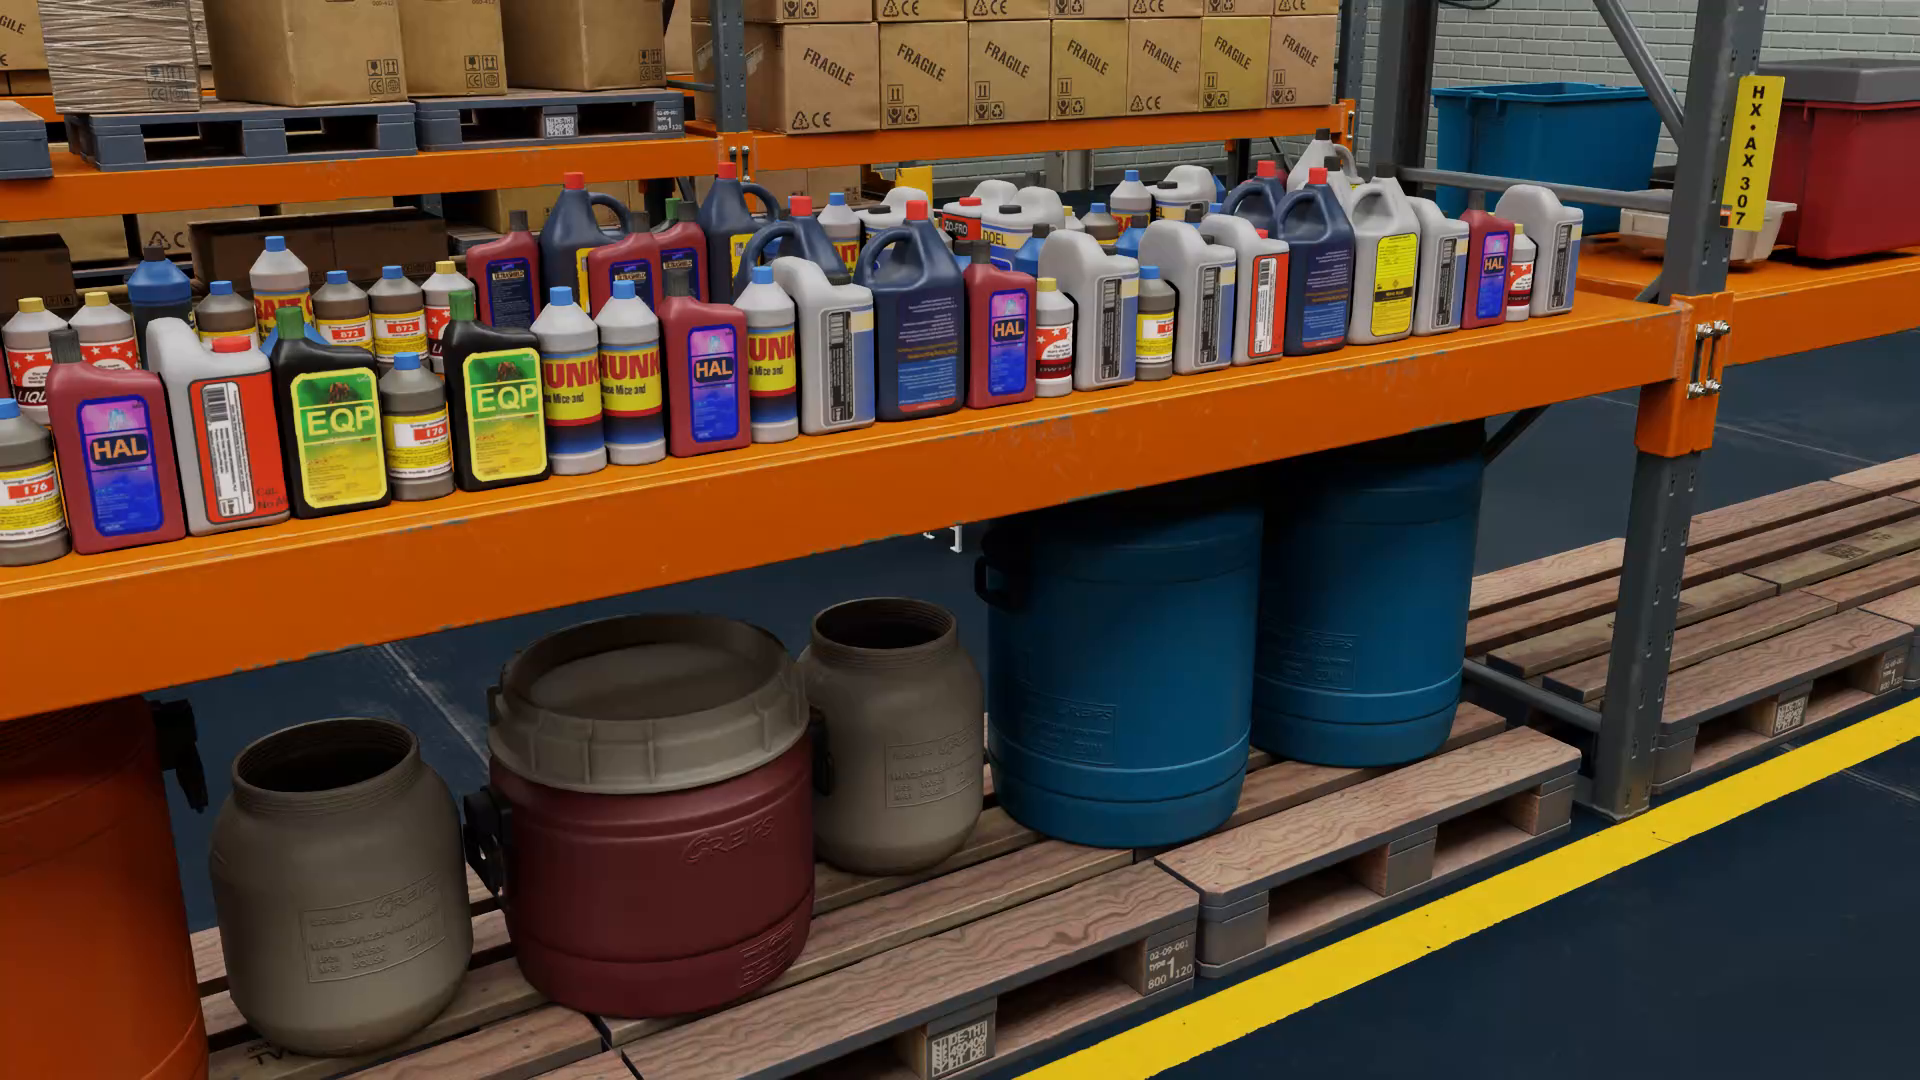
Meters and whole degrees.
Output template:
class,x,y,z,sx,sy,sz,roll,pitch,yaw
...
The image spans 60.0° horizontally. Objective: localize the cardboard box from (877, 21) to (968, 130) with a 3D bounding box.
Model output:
class,x,y,z,sx,sy,sz,roll,pitch,yaw
cardboard box,-0.303,-2.336,8.316,0.500,0.500,0.500,-11,22,-30

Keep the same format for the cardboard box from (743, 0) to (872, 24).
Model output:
class,x,y,z,sx,sy,sz,roll,pitch,yaw
cardboard box,-0.756,-2.710,7.859,0.500,0.500,0.500,-11,22,-30

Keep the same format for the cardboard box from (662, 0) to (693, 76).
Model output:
class,x,y,z,sx,sy,sz,roll,pitch,yaw
cardboard box,-2.355,-3.997,12.914,0.700,0.700,0.980,-13,23,-34

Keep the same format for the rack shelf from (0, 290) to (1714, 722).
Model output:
class,x,y,z,sx,sy,sz,roll,pitch,yaw
rack shelf,-0.253,-0.162,3.165,4.000,0.370,1.077,-12,22,-31

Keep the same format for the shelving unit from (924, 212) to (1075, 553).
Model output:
class,x,y,z,sx,sy,sz,roll,pitch,yaw
shelving unit,0.138,-0.598,6.139,0.503,1.200,0.258,-12,22,-31

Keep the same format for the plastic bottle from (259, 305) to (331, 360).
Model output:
class,x,y,z,sx,sy,sz,roll,pitch,yaw
plastic bottle,-0.920,-0.191,2.326,0.097,0.271,0.097,0,19,0

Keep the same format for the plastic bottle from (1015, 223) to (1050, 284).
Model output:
class,x,y,z,sx,sy,sz,roll,pitch,yaw
plastic bottle,0.149,-0.451,3.096,0.097,0.271,0.097,0,19,0

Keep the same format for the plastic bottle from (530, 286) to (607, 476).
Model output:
class,x,y,z,sx,sy,sz,roll,pitch,yaw
plastic bottle,-0.582,-0.238,2.467,0.097,0.271,0.097,0,19,0

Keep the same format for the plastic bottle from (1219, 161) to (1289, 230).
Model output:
class,x,y,z,sx,sy,sz,roll,pitch,yaw
plastic bottle,0.596,-0.589,3.379,0.185,0.351,0.144,-12,22,-31

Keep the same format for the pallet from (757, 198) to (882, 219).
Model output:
class,x,y,z,sx,sy,sz,roll,pitch,yaw
pallet,-1.316,-2.727,13.982,1.213,0.211,1.003,-12,22,-31

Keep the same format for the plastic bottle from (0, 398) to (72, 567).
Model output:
class,x,y,z,sx,sy,sz,roll,pitch,yaw
plastic bottle,-1.191,-0.077,2.098,0.097,0.201,0.097,0,19,0

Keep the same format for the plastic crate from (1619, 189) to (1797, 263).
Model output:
class,x,y,z,sx,sy,sz,roll,pitch,yaw
plastic crate,1.884,-0.803,4.253,0.243,0.136,0.396,-12,22,-31

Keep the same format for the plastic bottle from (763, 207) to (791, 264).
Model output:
class,x,y,z,sx,sy,sz,roll,pitch,yaw
plastic bottle,-0.341,-0.525,3.315,0.097,0.271,0.097,0,19,0

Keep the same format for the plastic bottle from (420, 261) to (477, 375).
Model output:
class,x,y,z,sx,sy,sz,roll,pitch,yaw
plastic bottle,-0.952,-0.418,3.108,0.097,0.201,0.097,0,19,0

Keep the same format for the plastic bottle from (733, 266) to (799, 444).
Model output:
class,x,y,z,sx,sy,sz,roll,pitch,yaw
plastic bottle,-0.308,-0.296,2.638,0.097,0.271,0.097,0,19,0

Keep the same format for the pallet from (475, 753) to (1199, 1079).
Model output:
class,x,y,z,sx,sy,sz,roll,pitch,yaw
pallet,-0.270,0.807,3.529,1.213,0.211,1.003,-12,22,-31

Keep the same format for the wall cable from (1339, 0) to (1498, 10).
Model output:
class,x,y,z,sx,sy,sz,roll,pitch,yaw
wall cable,4.229,-6.482,16.214,0.112,2.526,3.097,-12,22,-31

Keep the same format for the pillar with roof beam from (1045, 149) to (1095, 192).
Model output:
class,x,y,z,sx,sy,sz,roll,pitch,yaw
pillar with roof beam,3.456,-6.607,11.738,0.400,9.000,9.100,-12,22,-31

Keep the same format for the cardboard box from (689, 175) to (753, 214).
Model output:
class,x,y,z,sx,sy,sz,roll,pitch,yaw
cardboard box,-2.058,-2.898,13.380,0.500,0.500,0.700,-13,22,-33

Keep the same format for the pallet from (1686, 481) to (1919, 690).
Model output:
class,x,y,z,sx,sy,sz,roll,pitch,yaw
pallet,3.030,0.109,5.591,1.213,0.211,1.003,-12,22,-31

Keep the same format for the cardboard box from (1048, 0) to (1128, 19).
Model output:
class,x,y,z,sx,sy,sz,roll,pitch,yaw
cardboard box,0.535,-2.982,8.666,0.500,0.500,0.500,-11,22,-30

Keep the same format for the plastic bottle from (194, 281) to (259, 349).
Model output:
class,x,y,z,sx,sy,sz,roll,pitch,yaw
plastic bottle,-1.278,-0.350,2.906,0.097,0.201,0.097,0,19,0

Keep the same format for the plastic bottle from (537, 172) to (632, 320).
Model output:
class,x,y,z,sx,sy,sz,roll,pitch,yaw
plastic bottle,-0.710,-0.531,3.209,0.185,0.351,0.144,-12,22,-31

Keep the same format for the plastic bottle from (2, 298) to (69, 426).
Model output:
class,x,y,z,sx,sy,sz,roll,pitch,yaw
plastic bottle,-1.521,-0.298,2.753,0.097,0.201,0.097,0,19,0

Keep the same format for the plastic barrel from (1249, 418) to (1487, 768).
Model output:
class,x,y,z,sx,sy,sz,roll,pitch,yaw
plastic barrel,0.953,0.031,4.090,0.708,0.901,0.600,-12,22,-31

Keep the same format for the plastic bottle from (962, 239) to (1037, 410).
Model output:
class,x,y,z,sx,sy,sz,roll,pitch,yaw
plastic bottle,0.065,-0.374,2.848,0.133,0.283,0.061,-12,22,-31

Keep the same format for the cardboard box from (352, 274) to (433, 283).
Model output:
class,x,y,z,sx,sy,sz,roll,pitch,yaw
cardboard box,-2.703,-1.002,7.742,0.500,0.500,0.500,-12,22,-31

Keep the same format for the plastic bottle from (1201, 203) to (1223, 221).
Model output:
class,x,y,z,sx,sy,sz,roll,pitch,yaw
plastic bottle,0.599,-0.687,3.904,0.097,0.201,0.097,0,19,0

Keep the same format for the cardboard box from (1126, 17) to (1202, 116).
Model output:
class,x,y,z,sx,sy,sz,roll,pitch,yaw
cardboard box,0.961,-2.602,9.103,0.500,0.500,0.500,-12,22,-31

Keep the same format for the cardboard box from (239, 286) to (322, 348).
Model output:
class,x,y,z,sx,sy,sz,roll,pitch,yaw
cardboard box,-2.819,-0.778,7.080,0.500,0.500,0.500,-13,23,-33

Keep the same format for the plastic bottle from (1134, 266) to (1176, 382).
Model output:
class,x,y,z,sx,sy,sz,roll,pitch,yaw
plastic bottle,0.345,-0.401,3.057,0.097,0.201,0.097,0,19,0

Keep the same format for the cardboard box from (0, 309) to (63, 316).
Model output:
class,x,y,z,sx,sy,sz,roll,pitch,yaw
cardboard box,-3.993,-0.728,6.931,0.500,0.500,0.500,-11,22,-29

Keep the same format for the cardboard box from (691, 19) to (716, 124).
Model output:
class,x,y,z,sx,sy,sz,roll,pitch,yaw
cardboard box,-1.028,-2.385,8.460,0.500,0.500,0.500,-11,22,-31

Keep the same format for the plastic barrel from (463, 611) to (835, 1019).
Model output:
class,x,y,z,sx,sy,sz,roll,pitch,yaw
plastic barrel,-0.581,0.503,3.183,0.708,0.588,0.600,-12,22,-31

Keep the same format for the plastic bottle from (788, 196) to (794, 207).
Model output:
class,x,y,z,sx,sy,sz,roll,pitch,yaw
plastic bottle,-0.339,-0.581,3.480,0.097,0.271,0.097,0,19,0

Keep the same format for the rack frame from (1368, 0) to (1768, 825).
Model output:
class,x,y,z,sx,sy,sz,roll,pitch,yaw
rack frame,1.417,-0.855,4.091,0.127,3.000,1.000,-12,22,-31

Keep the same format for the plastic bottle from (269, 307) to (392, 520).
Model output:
class,x,y,z,sx,sy,sz,roll,pitch,yaw
plastic bottle,-0.861,-0.178,2.271,0.133,0.283,0.061,-12,22,-31

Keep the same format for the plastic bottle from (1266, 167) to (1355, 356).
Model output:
class,x,y,z,sx,sy,sz,roll,pitch,yaw
plastic bottle,0.675,-0.550,3.265,0.185,0.351,0.144,-12,22,-31

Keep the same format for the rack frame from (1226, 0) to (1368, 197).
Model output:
class,x,y,z,sx,sy,sz,roll,pitch,yaw
rack frame,2.036,-2.886,10.096,0.127,3.000,1.000,-12,22,-31

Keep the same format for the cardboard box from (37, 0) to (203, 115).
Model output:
class,x,y,z,sx,sy,sz,roll,pitch,yaw
cardboard box,-3.312,-1.974,6.588,0.500,0.500,0.700,-8,20,-21

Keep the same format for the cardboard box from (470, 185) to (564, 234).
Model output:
class,x,y,z,sx,sy,sz,roll,pitch,yaw
cardboard box,-3.351,-2.624,12.571,0.500,0.500,0.700,-12,22,-31

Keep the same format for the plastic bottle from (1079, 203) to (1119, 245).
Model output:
class,x,y,z,sx,sy,sz,roll,pitch,yaw
plastic bottle,0.322,-0.687,3.903,0.097,0.201,0.097,0,19,0

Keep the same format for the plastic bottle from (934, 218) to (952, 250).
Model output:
class,x,y,z,sx,sy,sz,roll,pitch,yaw
plastic bottle,-0.064,-0.605,3.662,0.097,0.201,0.097,0,19,0

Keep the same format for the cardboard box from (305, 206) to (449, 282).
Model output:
class,x,y,z,sx,sy,sz,roll,pitch,yaw
cardboard box,-2.677,-1.364,7.642,0.500,0.250,0.500,-12,22,-31

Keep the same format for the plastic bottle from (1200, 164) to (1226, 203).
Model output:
class,x,y,z,sx,sy,sz,roll,pitch,yaw
plastic bottle,0.597,-0.778,4.064,0.097,0.271,0.097,0,19,0

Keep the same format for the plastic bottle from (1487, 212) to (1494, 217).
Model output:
class,x,y,z,sx,sy,sz,roll,pitch,yaw
plastic bottle,1.181,-0.635,3.751,0.097,0.201,0.097,0,19,0

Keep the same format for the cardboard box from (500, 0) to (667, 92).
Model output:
class,x,y,z,sx,sy,sz,roll,pitch,yaw
cardboard box,-1.823,-2.404,7.859,0.700,0.500,0.500,14,23,35

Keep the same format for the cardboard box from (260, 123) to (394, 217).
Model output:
class,x,y,z,sx,sy,sz,roll,pitch,yaw
cardboard box,-4.503,-2.537,11.765,0.750,0.750,0.750,-12,22,-31

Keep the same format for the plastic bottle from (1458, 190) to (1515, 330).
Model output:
class,x,y,z,sx,sy,sz,roll,pitch,yaw
plastic bottle,1.097,-0.591,3.492,0.133,0.283,0.061,-12,22,-31

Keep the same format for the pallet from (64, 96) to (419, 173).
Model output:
class,x,y,z,sx,sy,sz,roll,pitch,yaw
pallet,-3.023,-1.729,6.976,1.213,0.211,1.003,-12,22,-31

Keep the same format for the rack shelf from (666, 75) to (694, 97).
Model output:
class,x,y,z,sx,sy,sz,roll,pitch,yaw
rack shelf,-2.361,-3.517,13.087,4.000,0.370,1.077,-12,22,-31

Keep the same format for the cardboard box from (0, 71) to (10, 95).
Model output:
class,x,y,z,sx,sy,sz,roll,pitch,yaw
cardboard box,-6.132,-2.879,10.438,0.250,0.149,0.380,-11,22,-30

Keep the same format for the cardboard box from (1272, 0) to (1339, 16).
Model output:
class,x,y,z,sx,sy,sz,roll,pitch,yaw
cardboard box,1.816,-3.255,9.471,0.500,0.500,0.500,-12,22,-32
